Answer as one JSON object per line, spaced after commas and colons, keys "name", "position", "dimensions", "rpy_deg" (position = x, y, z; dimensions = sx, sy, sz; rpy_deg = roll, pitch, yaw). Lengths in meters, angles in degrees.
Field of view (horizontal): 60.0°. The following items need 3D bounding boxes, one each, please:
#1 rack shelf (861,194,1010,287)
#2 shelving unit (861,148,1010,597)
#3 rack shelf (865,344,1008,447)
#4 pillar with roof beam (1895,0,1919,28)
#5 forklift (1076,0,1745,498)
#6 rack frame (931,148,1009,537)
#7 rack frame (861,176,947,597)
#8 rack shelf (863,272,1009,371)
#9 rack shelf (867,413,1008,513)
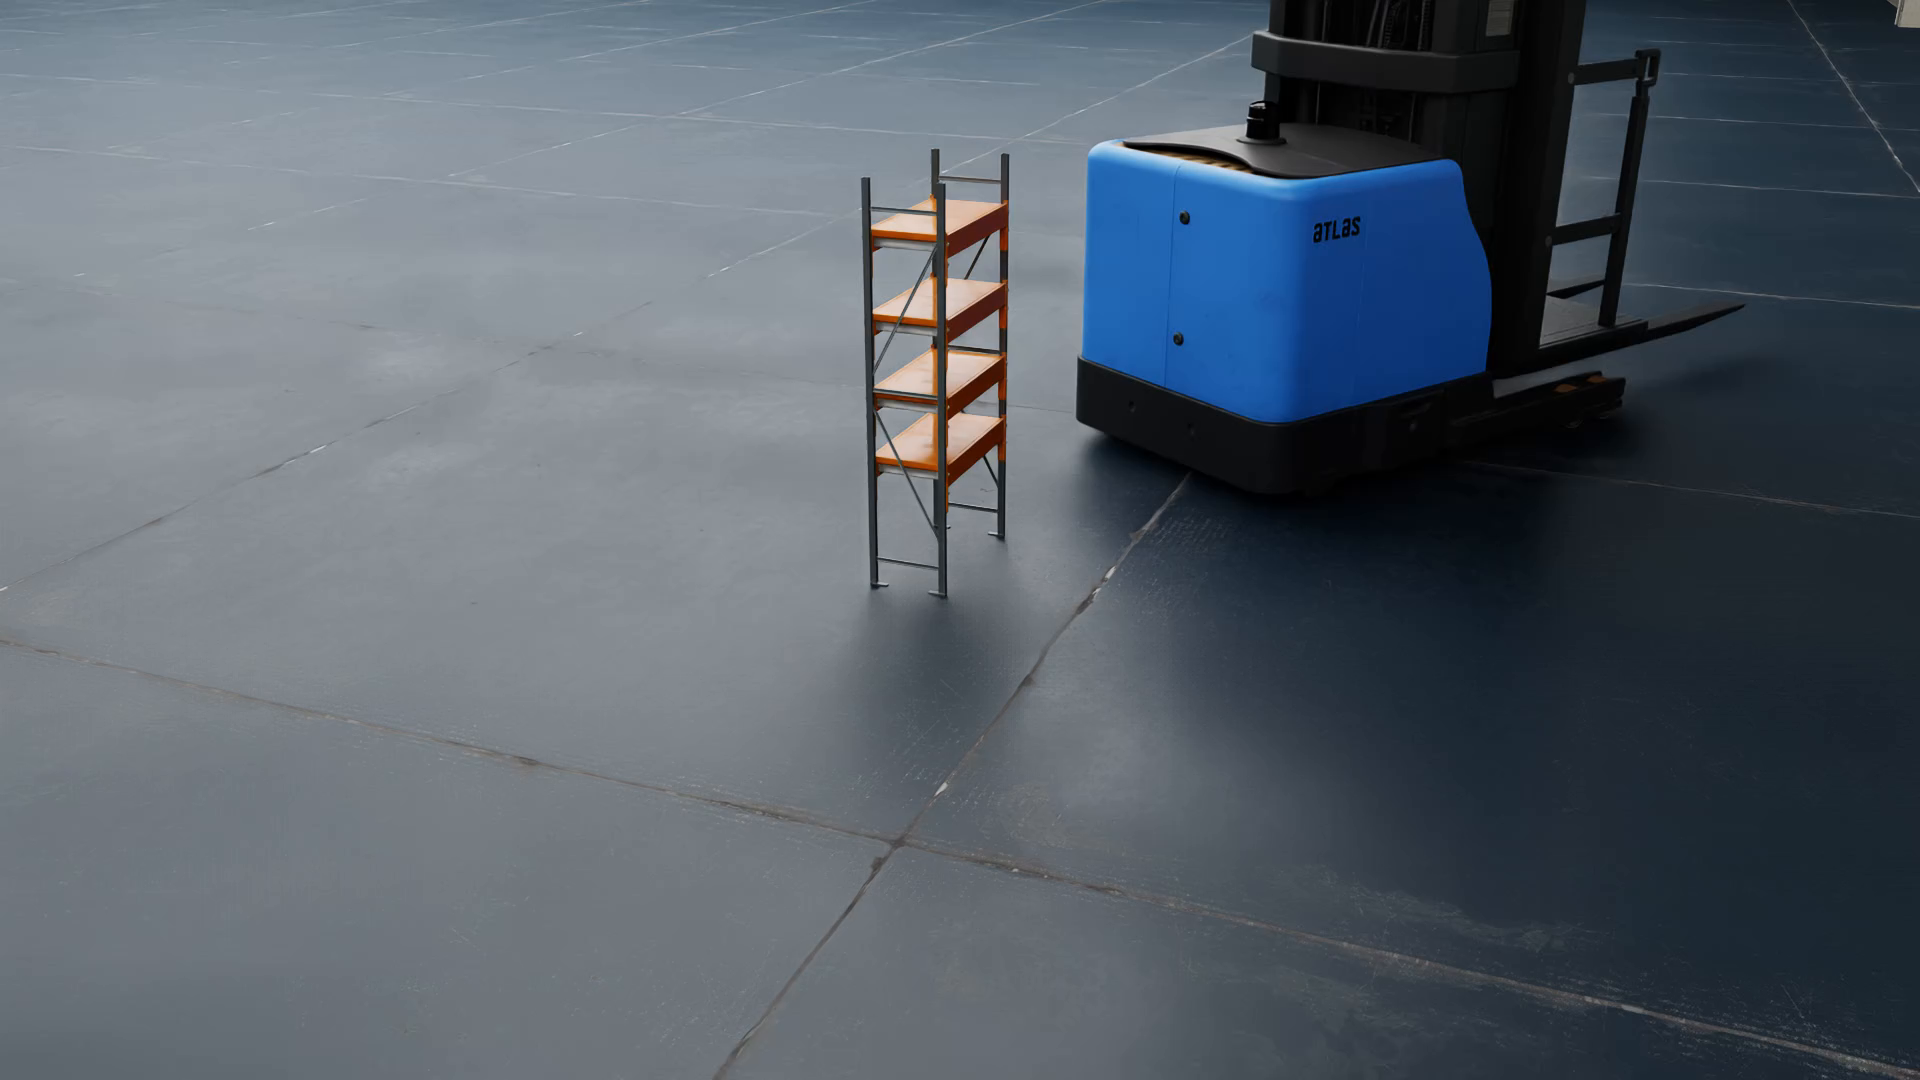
{"name": "rack shelf", "position": [-0.062, -0.857, 4.725], "dimensions": [0.258, 0.148, 0.480], "rpy_deg": [9, 24, 20]}
{"name": "shelving unit", "position": [-0.062, -0.494, 4.877], "dimensions": [0.258, 1.200, 0.503], "rpy_deg": [9, 24, 20]}
{"name": "rack shelf", "position": [-0.062, -0.432, 4.903], "dimensions": [0.258, 0.148, 0.480], "rpy_deg": [9, 24, 20]}
{"name": "pillar with roof beam", "position": [7.554, -11.017, 19.949], "dimensions": [9.100, 9.000, 0.400], "rpy_deg": [9, 24, 20]}
{"name": "forklift", "position": [1.923, -1.920, 6.044], "dimensions": [3.031, 2.935, 1.130], "rpy_deg": [-15, 27, -32]}
{"name": "rack frame", "position": [0.029, -0.582, 5.086], "dimensions": [0.240, 1.200, 0.015], "rpy_deg": [9, 24, 20]}
{"name": "rack frame", "position": [-0.152, -0.407, 4.668], "dimensions": [0.240, 1.200, 0.015], "rpy_deg": [9, 24, 20]}
{"name": "rack shelf", "position": [-0.062, -0.639, 4.817], "dimensions": [0.258, 0.148, 0.480], "rpy_deg": [9, 24, 20]}
{"name": "rack shelf", "position": [-0.061, -0.249, 4.979], "dimensions": [0.258, 0.148, 0.480], "rpy_deg": [9, 24, 20]}
